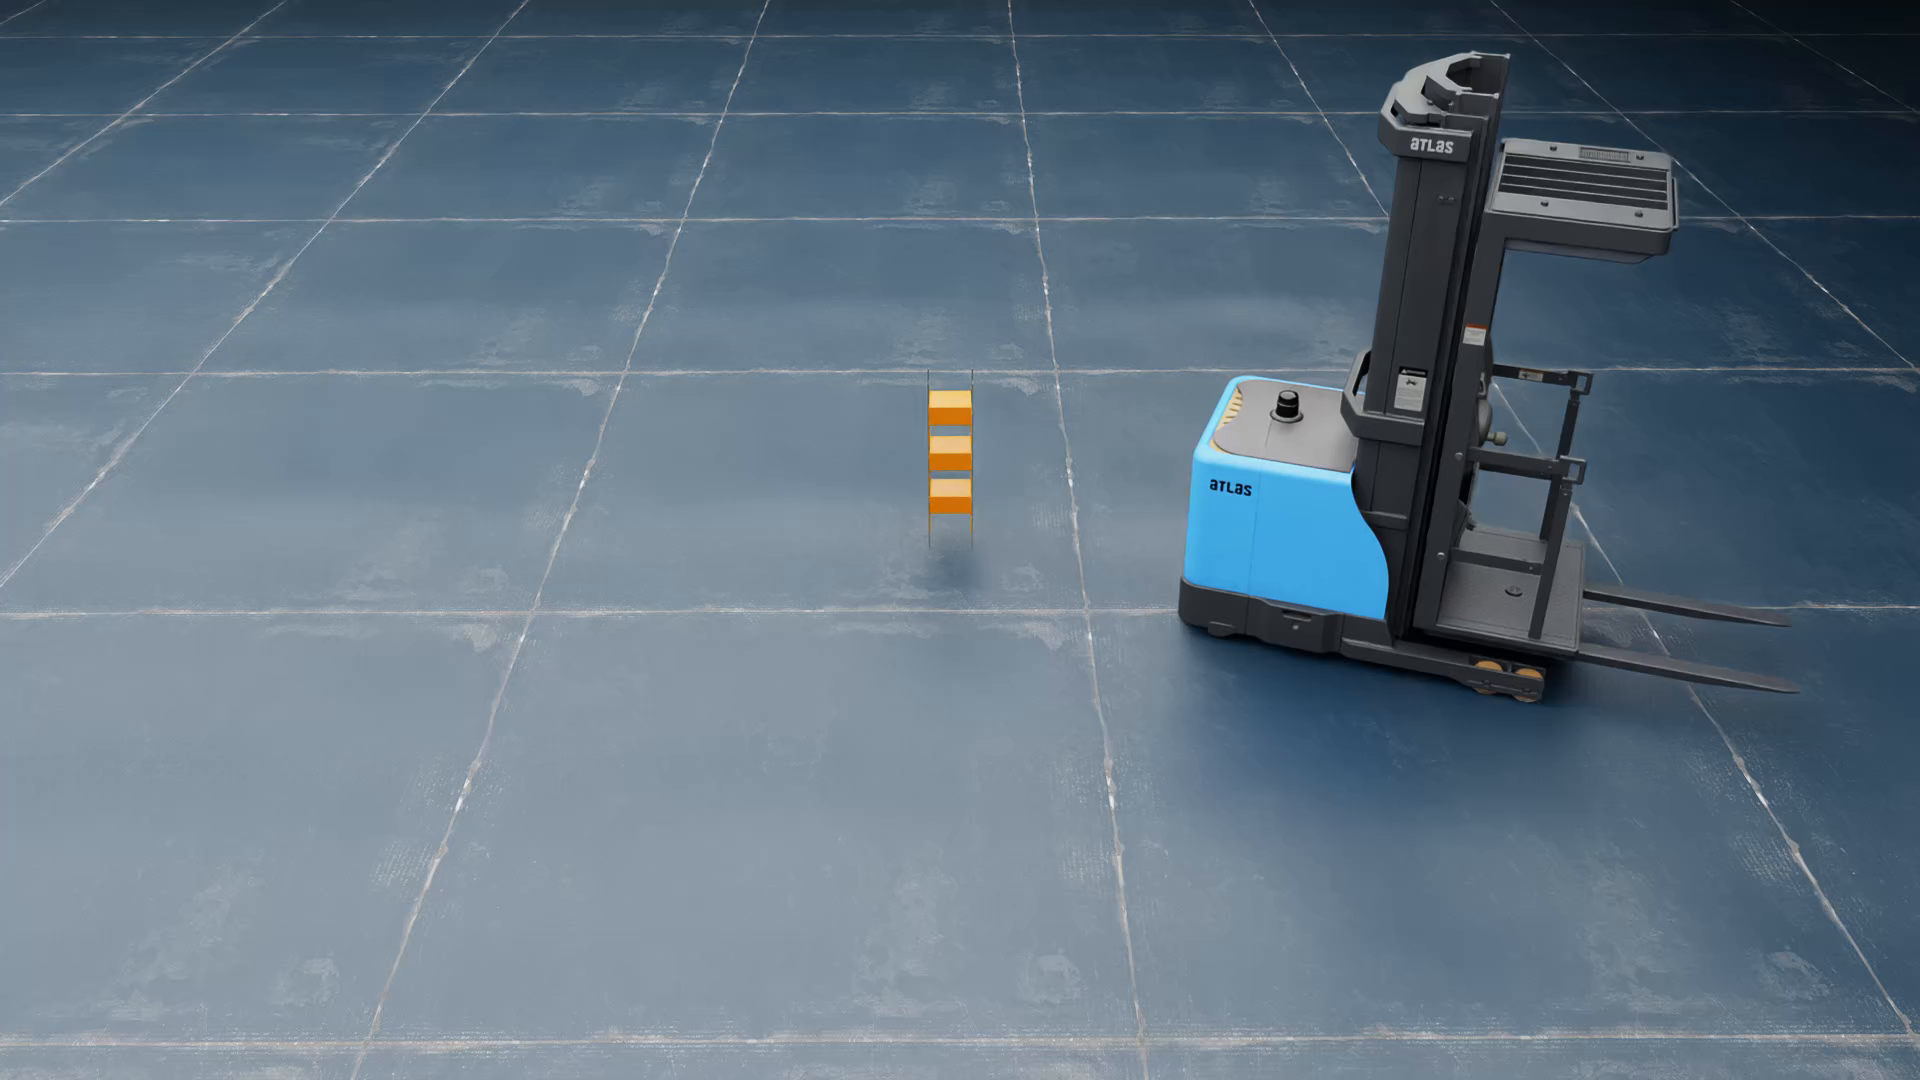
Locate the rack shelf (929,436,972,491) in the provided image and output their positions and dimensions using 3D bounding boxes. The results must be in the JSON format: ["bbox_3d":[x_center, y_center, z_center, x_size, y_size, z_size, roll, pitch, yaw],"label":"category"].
[{"bbox_3d":[-0.054,-0.440,9.372,0.240,0.259,0.215,0,31,0],"label":"rack shelf"}]

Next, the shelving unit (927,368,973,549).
[{"bbox_3d":[-0.054,-0.449,9.367,0.252,1.050,0.215,0,31,0],"label":"shelving unit"}]

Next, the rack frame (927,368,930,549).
[{"bbox_3d":[-0.176,-0.448,9.366,0.008,1.050,0.200,0,31,0],"label":"rack frame"}]

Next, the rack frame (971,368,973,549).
[{"bbox_3d":[0.068,-0.449,9.367,0.008,1.050,0.200,0,31,0],"label":"rack frame"}]

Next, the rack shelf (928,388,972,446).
[{"bbox_3d":[-0.054,-0.682,9.225,0.240,0.259,0.215,0,31,0],"label":"rack shelf"}]

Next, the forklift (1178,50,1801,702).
[{"bbox_3d":[2.734,-0.755,8.058,3.031,2.935,1.130,10,33,17],"label":"forklift"}]

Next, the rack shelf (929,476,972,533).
[{"bbox_3d":[-0.054,-0.202,9.516,0.240,0.259,0.215,0,31,0],"label":"rack shelf"}]
